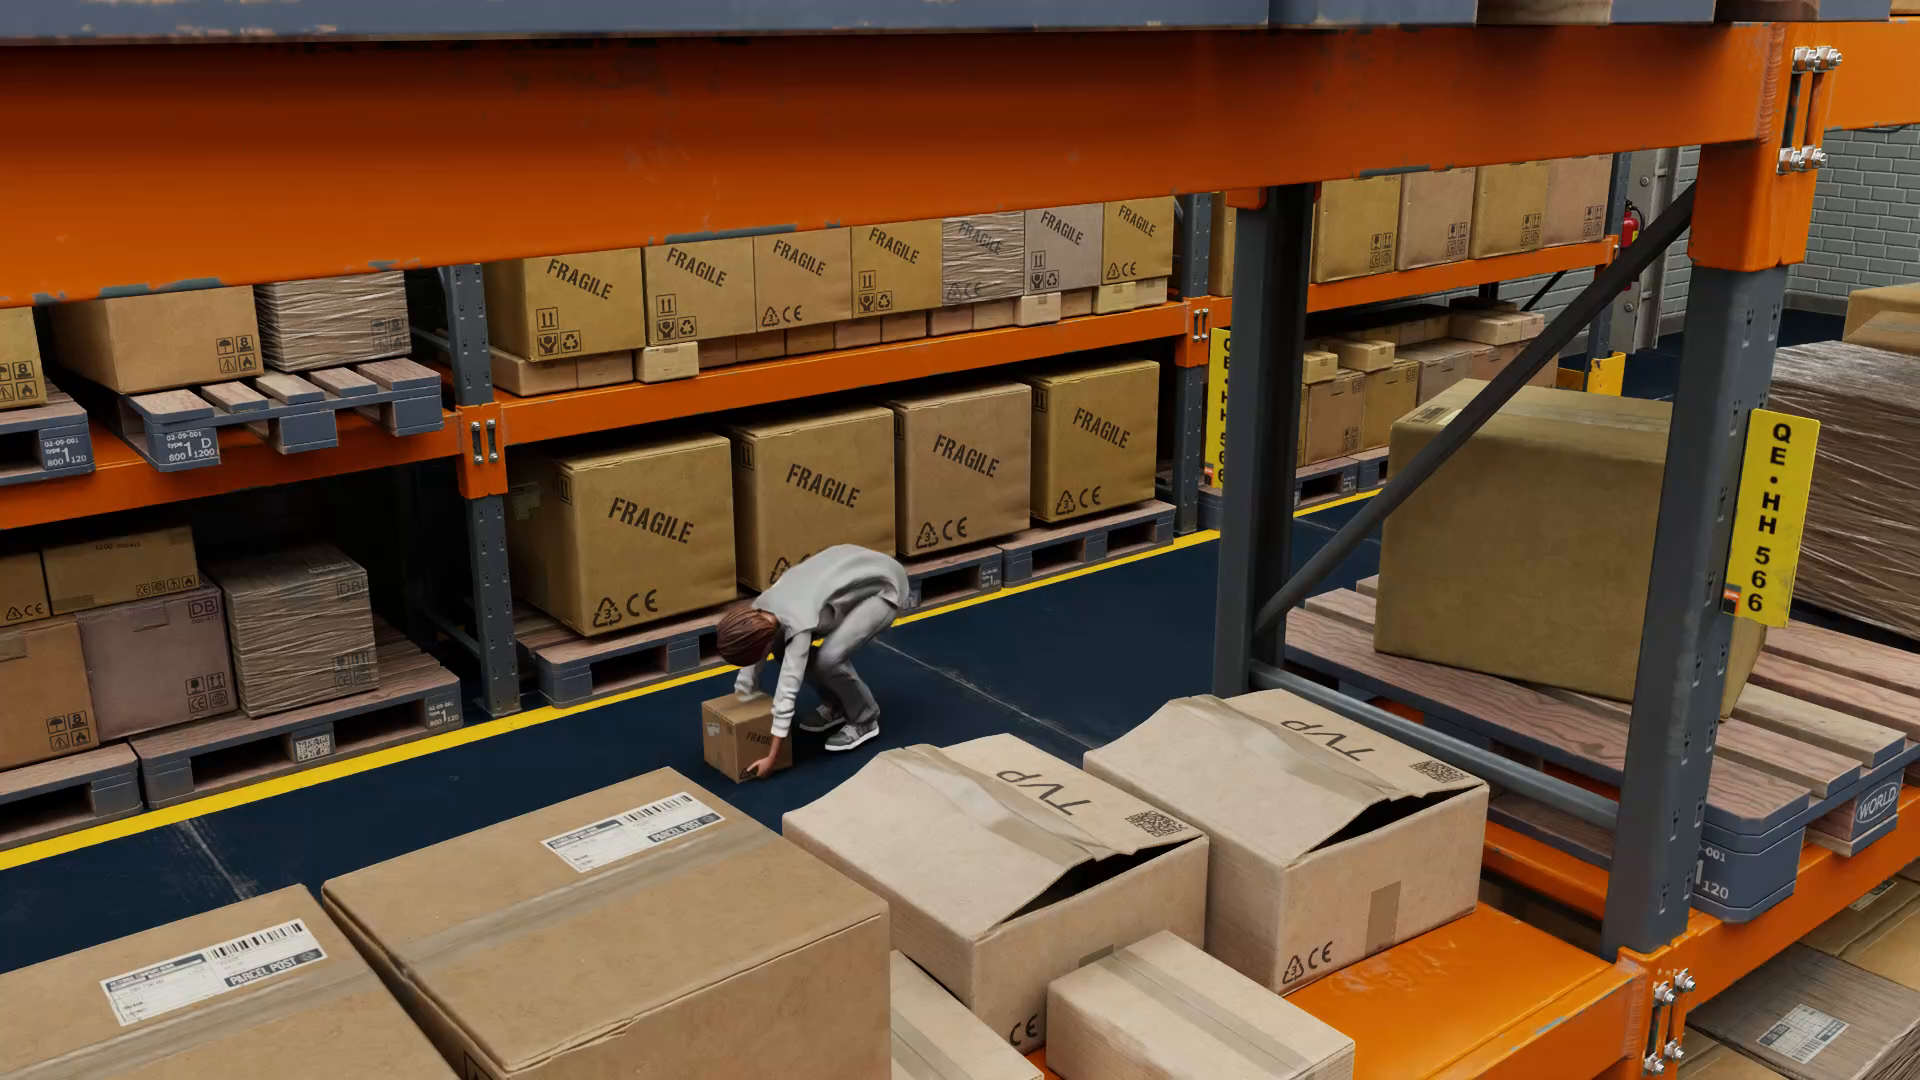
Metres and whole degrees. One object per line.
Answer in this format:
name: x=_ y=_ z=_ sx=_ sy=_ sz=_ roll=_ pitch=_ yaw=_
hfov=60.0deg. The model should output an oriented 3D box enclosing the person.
person: x=-0.575 y=0.450 z=6.530 sx=0.867 sy=0.798 sz=0.424 roll=-15 pitch=23 yaw=-38
